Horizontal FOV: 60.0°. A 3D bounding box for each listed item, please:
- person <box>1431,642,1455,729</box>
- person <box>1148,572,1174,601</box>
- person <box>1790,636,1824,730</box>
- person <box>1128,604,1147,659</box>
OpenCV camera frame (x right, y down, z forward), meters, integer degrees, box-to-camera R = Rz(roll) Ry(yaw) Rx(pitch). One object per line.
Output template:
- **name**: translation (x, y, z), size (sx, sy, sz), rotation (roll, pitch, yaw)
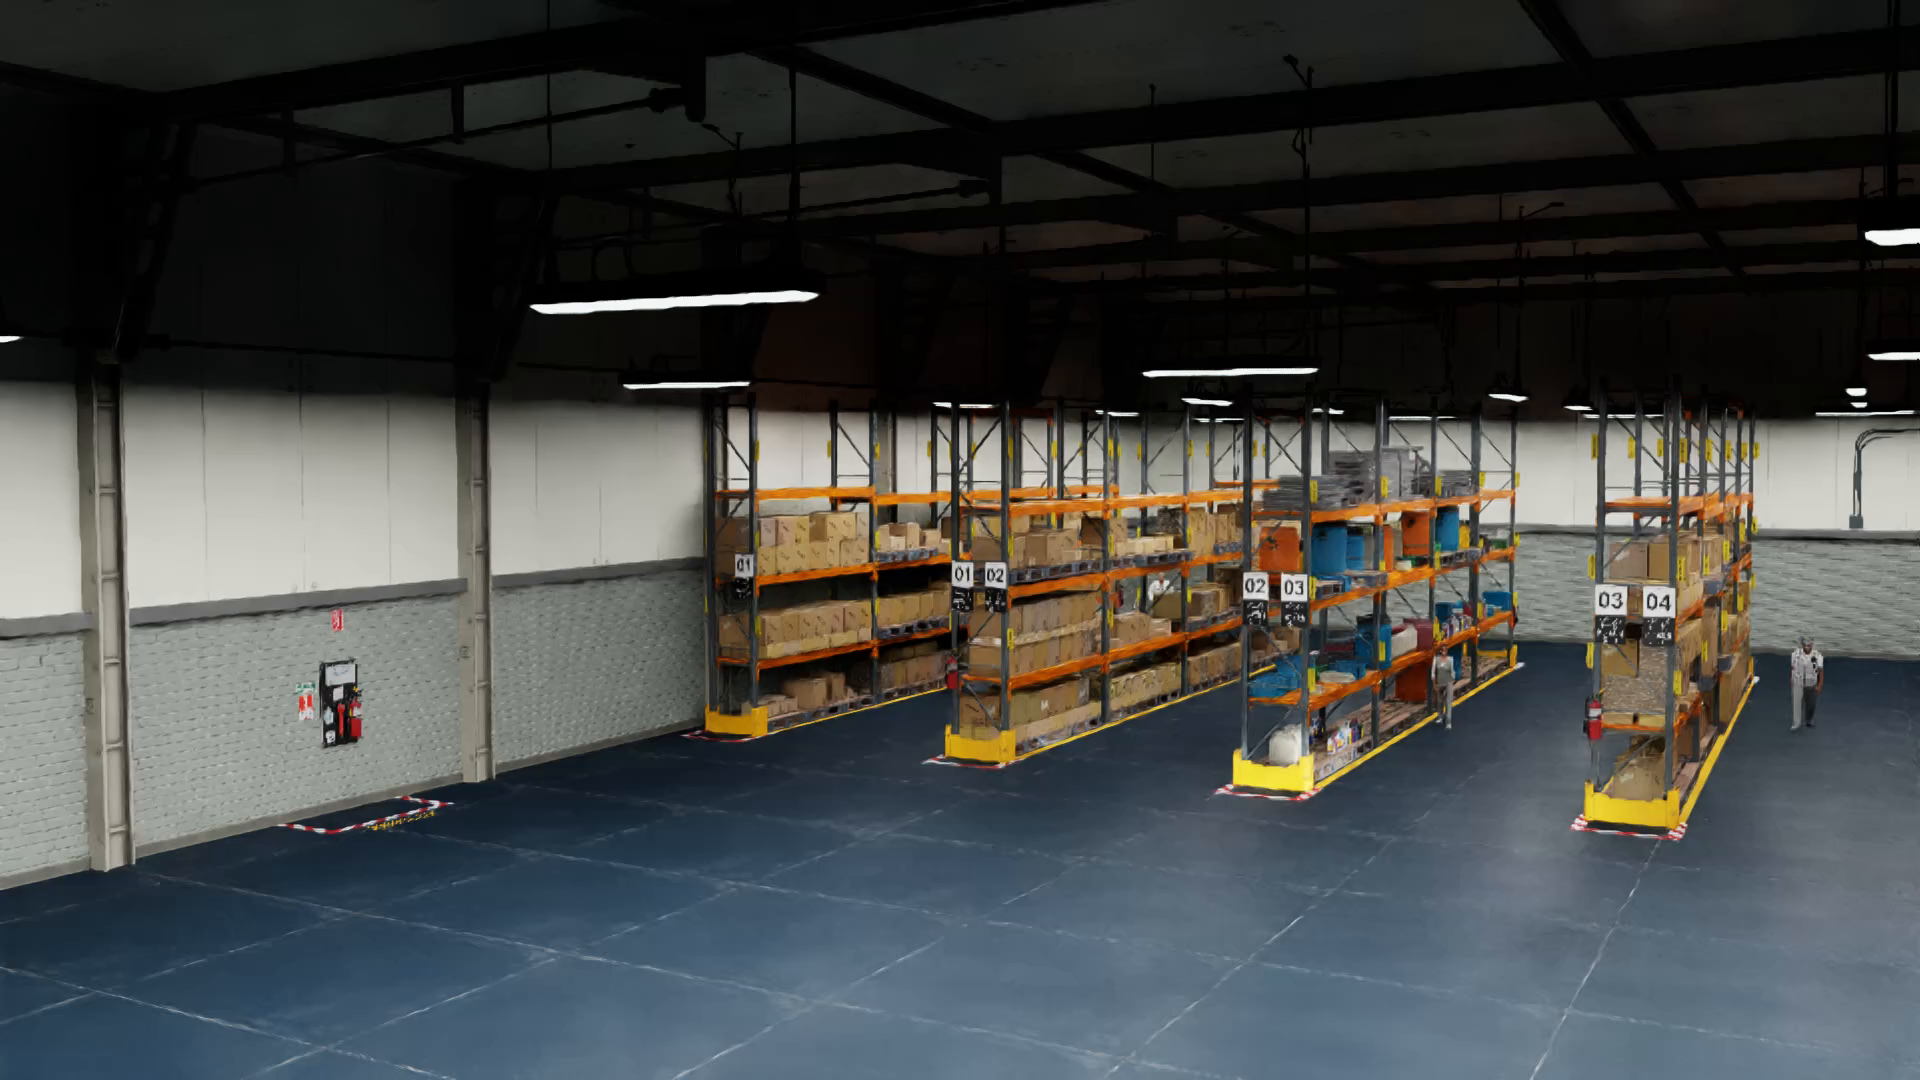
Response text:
- **person**: translation (8.703, 2.652, 29.975), size (0.412, 1.433, 0.955), rotation (1, 3, 20)
- **person**: translation (5.450, 1.712, 44.878), size (0.735, 1.712, 0.905), rotation (1, 3, 12)
- **person**: translation (15.125, 2.536, 29.711), size (0.541, 1.672, 1.116), rotation (2, 3, 27)
- **person**: translation (3.950, 2.205, 36.820), size (0.639, 1.631, 0.508), rotation (2, 3, 28)
